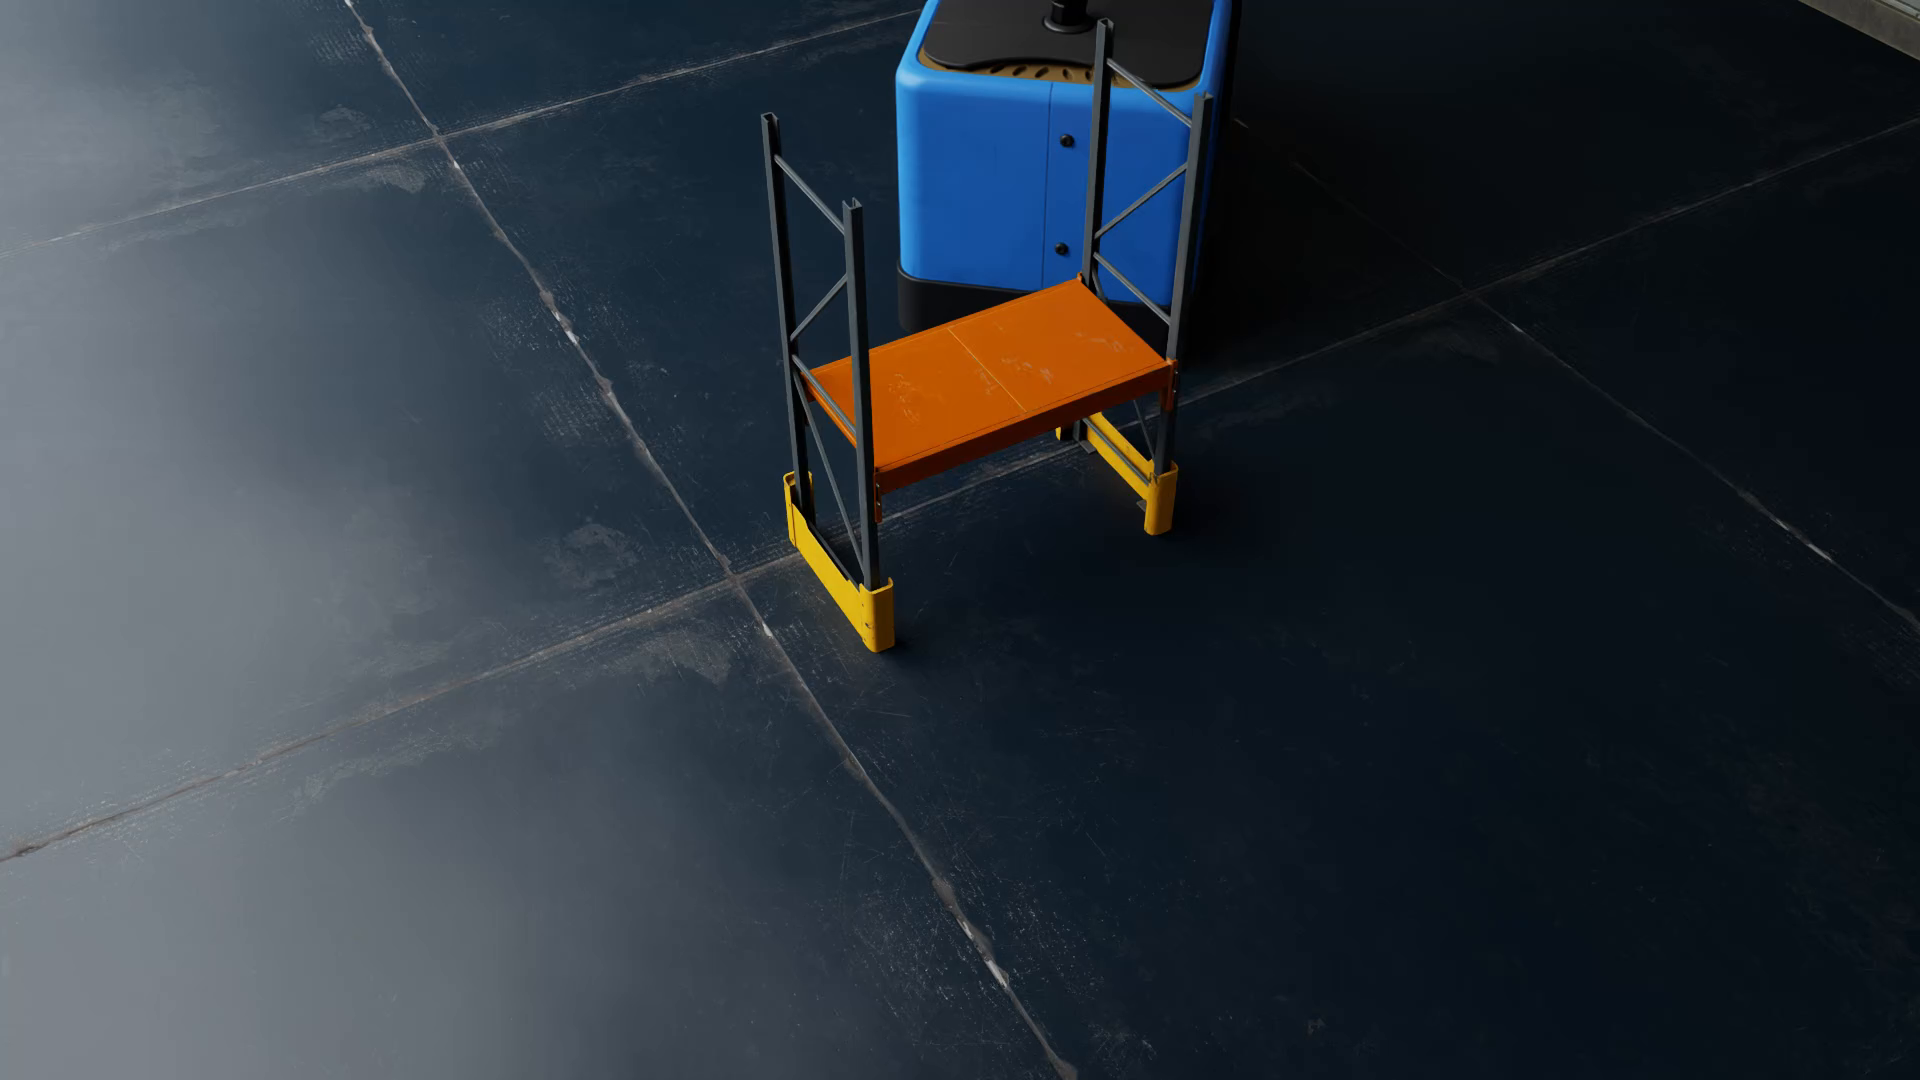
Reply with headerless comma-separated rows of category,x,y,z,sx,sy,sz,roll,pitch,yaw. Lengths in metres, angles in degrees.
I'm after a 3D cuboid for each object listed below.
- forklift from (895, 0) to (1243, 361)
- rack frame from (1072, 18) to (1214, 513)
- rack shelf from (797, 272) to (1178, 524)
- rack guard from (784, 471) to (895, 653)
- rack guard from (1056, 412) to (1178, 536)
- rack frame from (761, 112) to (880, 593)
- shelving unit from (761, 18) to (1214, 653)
forklift,0.558,-2.700,5.927,1.130,2.935,3.031,7,45,8
rack frame,0.515,-0.744,4.940,0.032,1.500,0.500,-22,48,-21
rack shelf,0.074,-0.439,4.883,1.000,0.185,0.538,-22,48,-21
rack guard,-0.366,0.057,5.012,0.087,0.250,0.587,-22,48,-21
rack guard,0.498,-0.289,5.368,0.087,0.250,0.587,-22,48,-21
rack frame,-0.367,-0.391,4.576,0.032,1.500,0.500,-22,48,-21
shelving unit,0.066,-0.565,4.755,1.083,1.500,0.587,-22,48,-21
